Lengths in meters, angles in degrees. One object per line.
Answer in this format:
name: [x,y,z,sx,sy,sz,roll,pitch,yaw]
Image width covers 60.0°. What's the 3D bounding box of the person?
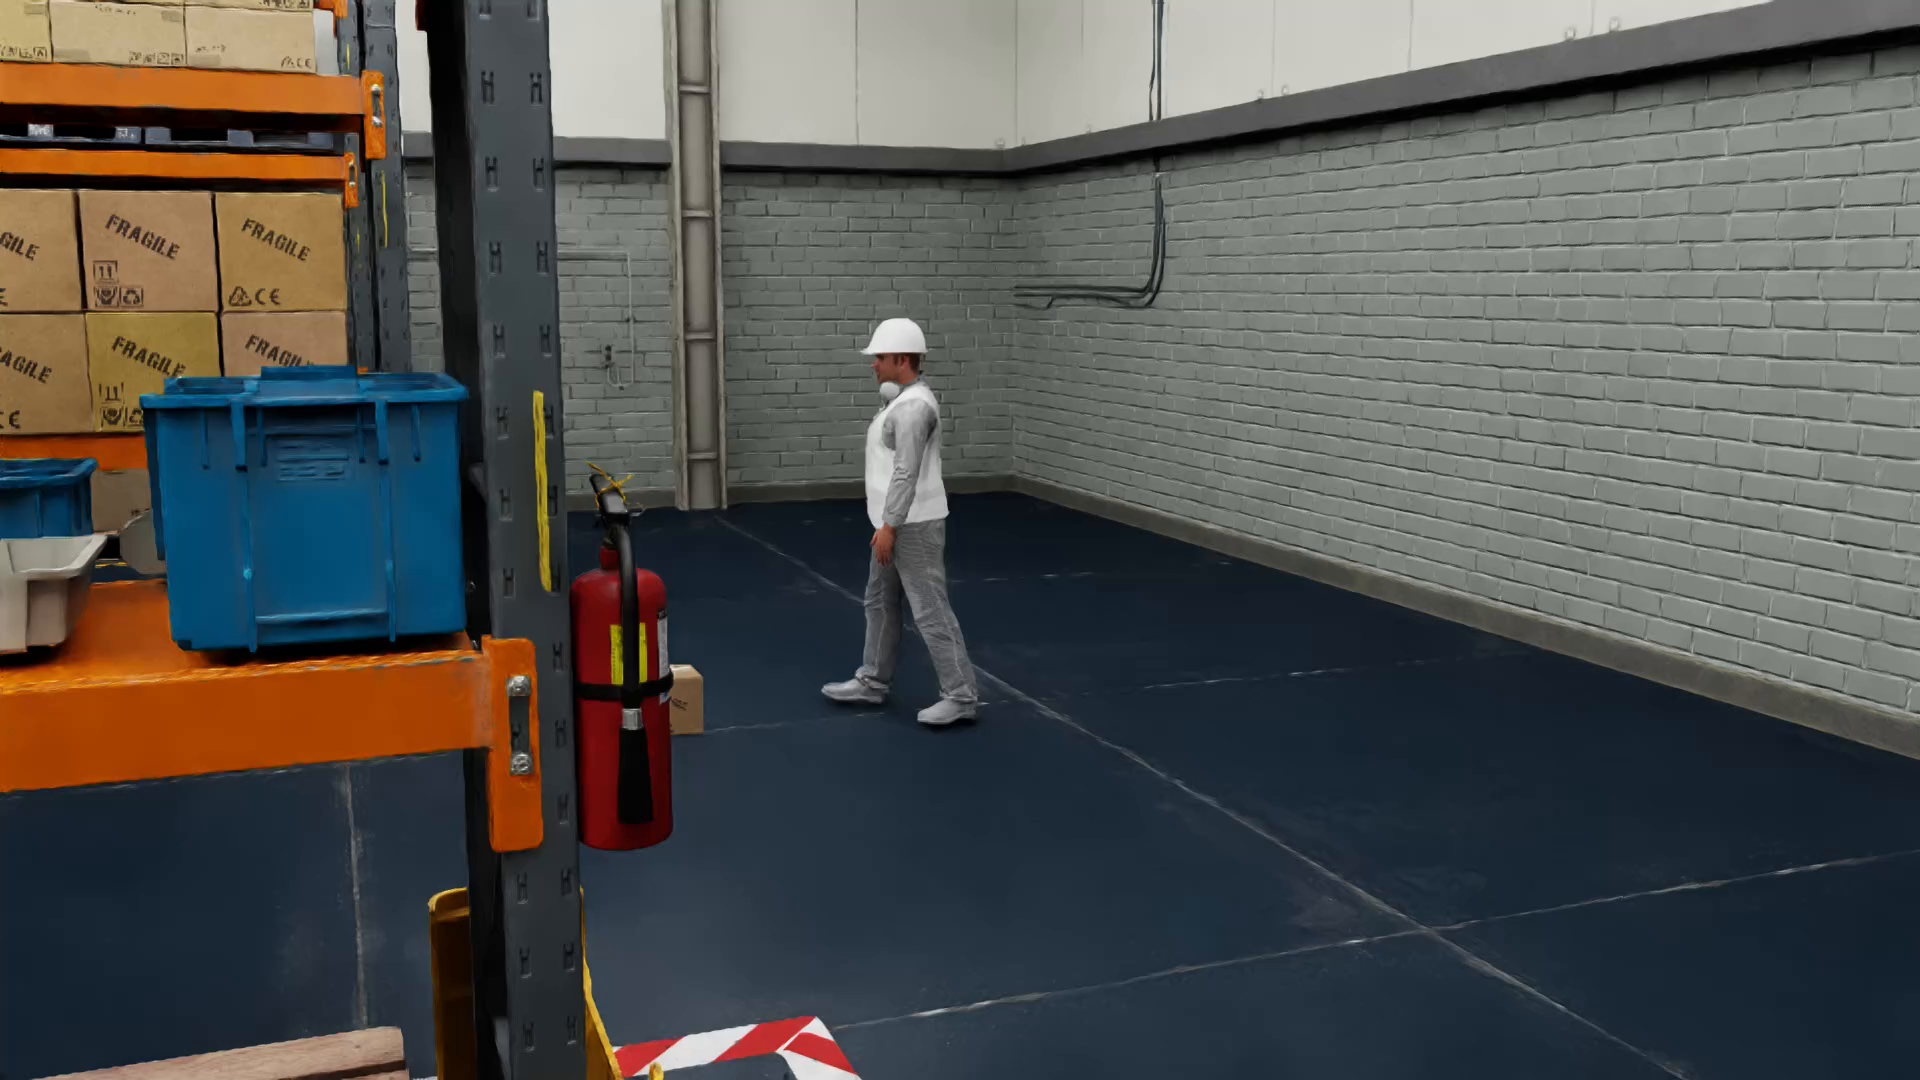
person: [-0.269,-0.092,7.325,0.680,1.758,0.613,-1,9,-7]
